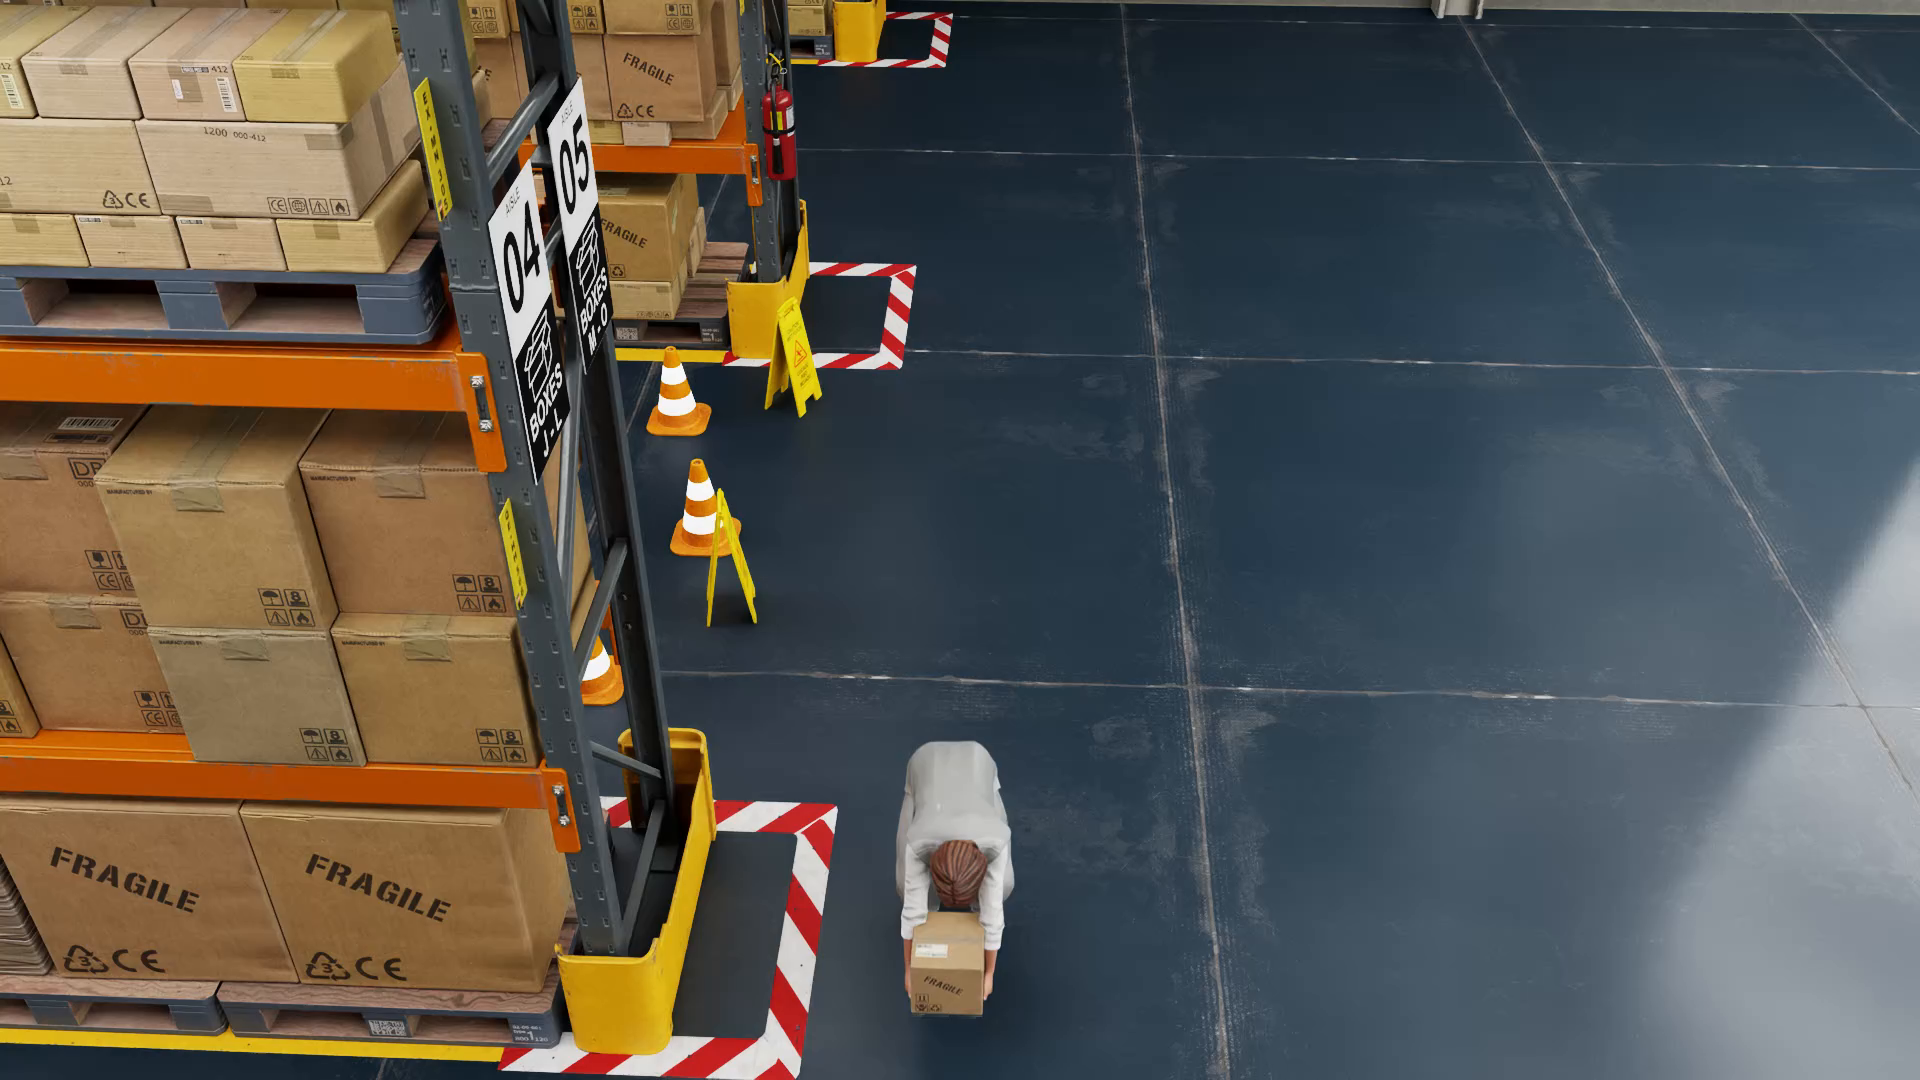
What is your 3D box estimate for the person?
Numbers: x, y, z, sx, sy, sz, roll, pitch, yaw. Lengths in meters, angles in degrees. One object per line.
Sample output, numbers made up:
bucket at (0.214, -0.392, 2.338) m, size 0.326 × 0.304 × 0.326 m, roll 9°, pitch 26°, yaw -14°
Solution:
person at (-0.030, 1.213, 6.038) m, size 0.409 × 0.919 × 0.861 m, roll 0°, pitch 36°, yaw 0°
